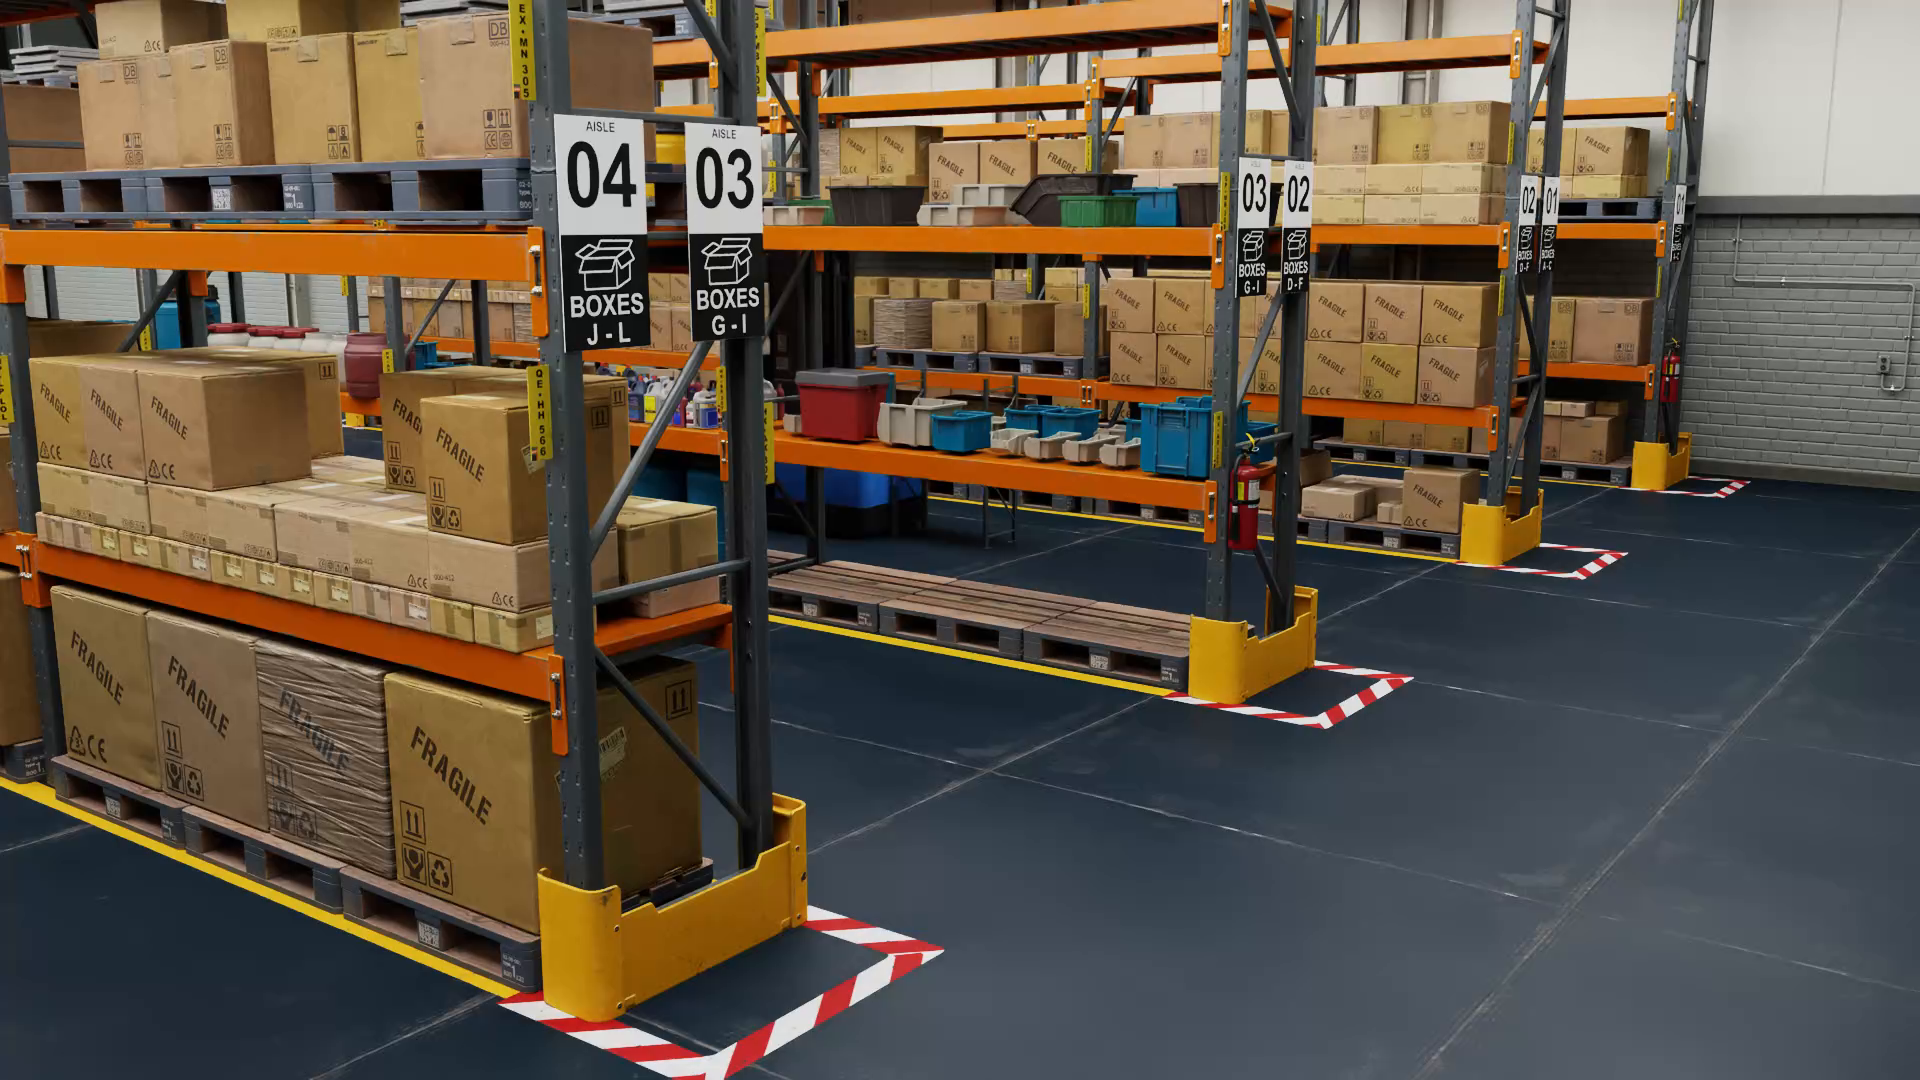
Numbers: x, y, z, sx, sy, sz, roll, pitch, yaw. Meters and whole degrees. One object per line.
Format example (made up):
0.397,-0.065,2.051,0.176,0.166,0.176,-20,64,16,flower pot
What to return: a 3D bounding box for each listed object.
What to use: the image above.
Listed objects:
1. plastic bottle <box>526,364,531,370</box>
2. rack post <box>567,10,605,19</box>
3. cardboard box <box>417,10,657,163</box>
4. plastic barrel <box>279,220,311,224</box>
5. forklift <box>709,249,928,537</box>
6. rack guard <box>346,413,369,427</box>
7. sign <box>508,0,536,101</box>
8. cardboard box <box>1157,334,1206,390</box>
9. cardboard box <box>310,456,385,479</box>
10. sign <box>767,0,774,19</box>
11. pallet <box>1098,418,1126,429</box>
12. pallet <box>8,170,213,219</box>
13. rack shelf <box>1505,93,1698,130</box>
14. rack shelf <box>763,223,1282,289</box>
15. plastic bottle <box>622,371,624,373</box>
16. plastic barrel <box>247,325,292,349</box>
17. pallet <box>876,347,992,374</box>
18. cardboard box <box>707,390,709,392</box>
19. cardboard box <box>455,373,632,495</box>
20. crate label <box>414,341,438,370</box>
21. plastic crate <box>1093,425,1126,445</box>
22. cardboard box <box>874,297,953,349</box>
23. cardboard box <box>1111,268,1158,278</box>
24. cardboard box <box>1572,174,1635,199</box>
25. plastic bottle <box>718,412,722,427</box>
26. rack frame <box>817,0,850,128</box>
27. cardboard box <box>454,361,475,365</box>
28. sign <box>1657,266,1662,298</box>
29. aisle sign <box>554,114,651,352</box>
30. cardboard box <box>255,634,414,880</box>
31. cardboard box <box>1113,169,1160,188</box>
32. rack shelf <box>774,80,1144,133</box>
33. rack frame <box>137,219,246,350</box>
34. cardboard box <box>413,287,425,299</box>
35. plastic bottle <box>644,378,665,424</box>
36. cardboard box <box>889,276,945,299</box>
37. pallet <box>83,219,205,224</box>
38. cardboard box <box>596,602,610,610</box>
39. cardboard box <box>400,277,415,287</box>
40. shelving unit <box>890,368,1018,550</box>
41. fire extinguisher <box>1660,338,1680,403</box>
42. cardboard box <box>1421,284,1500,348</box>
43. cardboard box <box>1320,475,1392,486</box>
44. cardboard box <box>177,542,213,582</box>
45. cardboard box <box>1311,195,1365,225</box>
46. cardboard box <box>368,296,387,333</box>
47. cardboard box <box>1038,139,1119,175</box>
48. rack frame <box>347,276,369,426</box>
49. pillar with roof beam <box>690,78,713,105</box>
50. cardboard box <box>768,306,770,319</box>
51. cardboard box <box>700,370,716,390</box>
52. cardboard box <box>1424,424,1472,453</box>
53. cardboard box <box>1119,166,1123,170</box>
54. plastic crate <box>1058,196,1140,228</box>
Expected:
-3.861,-1.428,14.822,0.133,0.283,0.061,8,13,36,plastic bottle
-3.109,-3.950,13.072,0.954,0.300,0.937,10,15,42,rack post
-1.561,-1.661,6.190,0.500,0.500,0.700,7,13,32,cardboard box
-6.257,-3.489,15.951,0.708,0.901,0.600,8,13,36,plastic barrel
-1.810,-1.654,15.865,3.031,2.935,1.130,7,13,33,forklift
-8.158,-1.924,23.661,0.348,0.500,1.175,8,13,36,rack guard
-1.442,-1.621,5.492,0.005,0.325,0.100,8,13,36,sign
2.197,-1.693,15.620,0.500,0.500,0.500,8,14,37,cardboard box
-2.992,-0.232,7.941,0.500,0.250,0.500,8,14,37,cardboard box
-2.017,-5.646,17.646,0.005,0.325,0.100,8,13,36,sign
1.829,-1.539,22.430,1.213,0.211,1.003,8,13,36,pallet
-3.680,-1.619,7.839,1.213,0.211,1.003,8,13,36,pallet
6.074,-4.730,18.732,4.000,0.370,1.077,8,13,36,rack shelf
0.210,-1.937,11.140,4.000,0.370,1.077,8,13,36,rack shelf
-2.870,-1.290,14.107,0.133,0.283,0.061,8,13,36,plastic bottle
-6.617,-1.785,15.999,0.433,0.535,0.433,0,11,0,plastic barrel
-0.121,-1.937,17.652,1.213,0.211,1.003,8,13,36,pallet
-3.192,-1.658,20.360,0.500,0.311,0.500,8,13,35,cardboard box
-1.740,-0.426,6.972,0.500,0.500,0.500,8,13,34,cardboard box
-5.267,-1.662,15.631,0.616,0.435,0.502,8,13,36,crate label
1.062,-0.695,11.263,0.298,0.136,0.250,8,13,36,plastic crate
-0.493,-2.319,17.752,0.700,0.500,0.500,-10,15,-42,cardboard box
2.290,-3.375,21.505,0.500,0.250,0.500,8,14,36,cardboard box
6.939,-3.805,17.929,0.500,0.250,0.500,8,14,37,cardboard box
-1.852,-0.960,12.620,0.097,0.201,0.097,0,11,0,plastic bottle
-1.986,-6.403,24.437,0.127,3.000,1.000,8,13,36,rack frame
-6.631,-2.110,22.198,0.500,0.500,0.500,8,13,36,cardboard box
7.354,-2.712,17.480,0.005,0.325,0.100,8,13,36,sign
-1.229,-1.056,5.748,0.004,0.787,0.394,8,13,36,aisle sign
-2.406,0.841,7.274,0.875,0.875,0.875,8,13,36,cardboard box
1.778,-3.352,15.639,0.500,0.250,0.500,8,13,36,cardboard box
-0.079,-4.421,17.135,4.000,0.370,1.077,8,13,36,rack shelf
-7.850,-1.941,17.168,0.127,3.000,1.000,8,13,36,rack frame
-7.117,-3.324,22.341,0.250,0.149,0.380,7,13,34,cardboard box
-2.337,-1.071,12.798,0.185,0.351,0.144,8,13,36,plastic bottle
-0.601,-3.528,23.945,0.500,0.500,0.700,10,15,43,cardboard box
-8.489,-3.388,17.243,1.003,0.211,1.213,8,13,36,pallet
-1.408,0.170,6.914,0.250,0.149,0.380,8,13,35,cardboard box
-7.301,-3.716,22.663,0.500,0.500,0.700,8,13,34,cardboard box
-0.055,-0.745,14.932,1.048,1.500,0.538,8,13,35,shelving unit
7.535,-1.800,17.624,0.183,0.674,0.296,8,13,36,fire extinguisher
4.235,-1.898,14.048,0.500,0.500,0.500,8,13,35,cardboard box
3.681,-0.433,15.452,0.500,0.250,0.500,8,13,36,cardboard box
-3.247,0.069,7.435,0.250,0.149,0.380,8,14,36,cardboard box
3.380,-2.879,14.510,0.500,0.250,0.500,8,13,36,cardboard box
-7.770,-3.144,23.119,0.500,0.500,0.700,8,14,36,cardboard box
1.171,-3.645,16.443,0.600,0.600,0.600,6,13,30,cardboard box
-8.139,-3.149,23.410,0.127,3.000,1.000,8,13,36,rack frame
-6.682,-6.248,23.633,0.548,9.000,9.100,8,13,36,pillar with roof beam
-2.547,-3.401,25.055,0.500,0.250,0.500,8,14,36,cardboard box
-3.684,-2.651,26.257,0.500,0.500,0.700,7,13,32,cardboard box
5.819,-1.323,19.445,0.500,0.500,0.700,8,14,37,cardboard box
2.121,-4.649,21.844,0.500,0.500,0.700,7,13,32,cardboard box
0.858,-2.028,10.276,0.336,0.188,0.450,8,13,36,plastic crate
